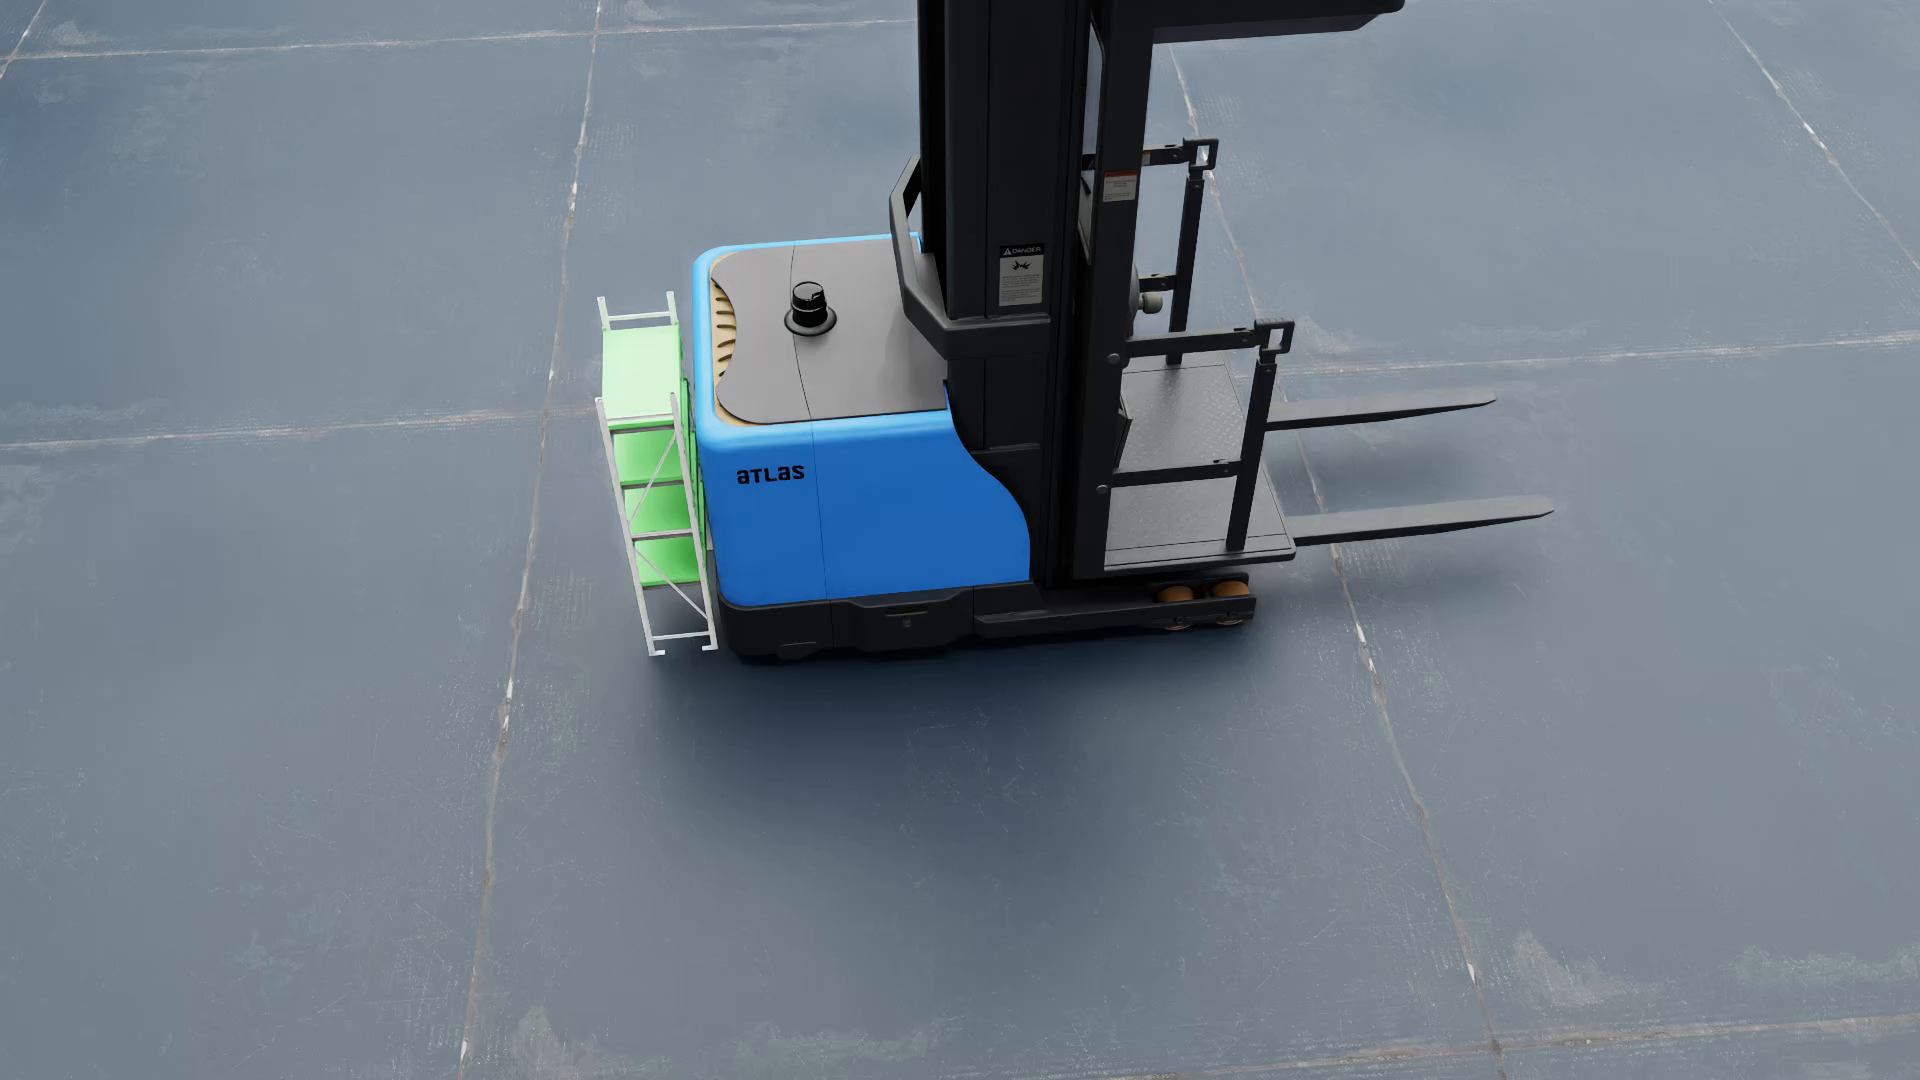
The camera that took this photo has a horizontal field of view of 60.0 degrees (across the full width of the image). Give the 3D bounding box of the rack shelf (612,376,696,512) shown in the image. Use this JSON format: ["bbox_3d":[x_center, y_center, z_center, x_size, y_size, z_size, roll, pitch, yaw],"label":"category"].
[{"bbox_3d":[-1.009,-0.317,5.481,0.258,0.148,0.480,-6,47,-5],"label":"rack shelf"}]

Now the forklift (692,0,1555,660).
[{"bbox_3d":[0.621,-1.065,5.240,3.031,2.935,1.130,-5,47,-5],"label":"forklift"}]

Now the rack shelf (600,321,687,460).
[{"bbox_3d":[-1.009,-0.482,5.307,0.258,0.148,0.480,-6,47,-5],"label":"rack shelf"}]

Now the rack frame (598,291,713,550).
[{"bbox_3d":[-1.042,-0.371,5.775,0.240,1.200,0.015,-6,47,-5],"label":"rack frame"}]

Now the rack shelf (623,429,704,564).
[{"bbox_3d":[-1.009,-0.152,5.656,0.258,0.148,0.480,-6,47,-5],"label":"rack shelf"}]

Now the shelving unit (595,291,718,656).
[{"bbox_3d":[-1.009,-0.196,5.609,0.258,1.200,0.503,-6,47,-5],"label":"shelving unit"}]

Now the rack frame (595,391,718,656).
[{"bbox_3d":[-0.976,-0.020,5.443,0.240,1.200,0.015,-6,47,-5],"label":"rack frame"}]

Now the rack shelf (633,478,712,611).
[{"bbox_3d":[-1.009,0.013,5.830,0.258,0.148,0.480,-6,47,-5],"label":"rack shelf"}]
